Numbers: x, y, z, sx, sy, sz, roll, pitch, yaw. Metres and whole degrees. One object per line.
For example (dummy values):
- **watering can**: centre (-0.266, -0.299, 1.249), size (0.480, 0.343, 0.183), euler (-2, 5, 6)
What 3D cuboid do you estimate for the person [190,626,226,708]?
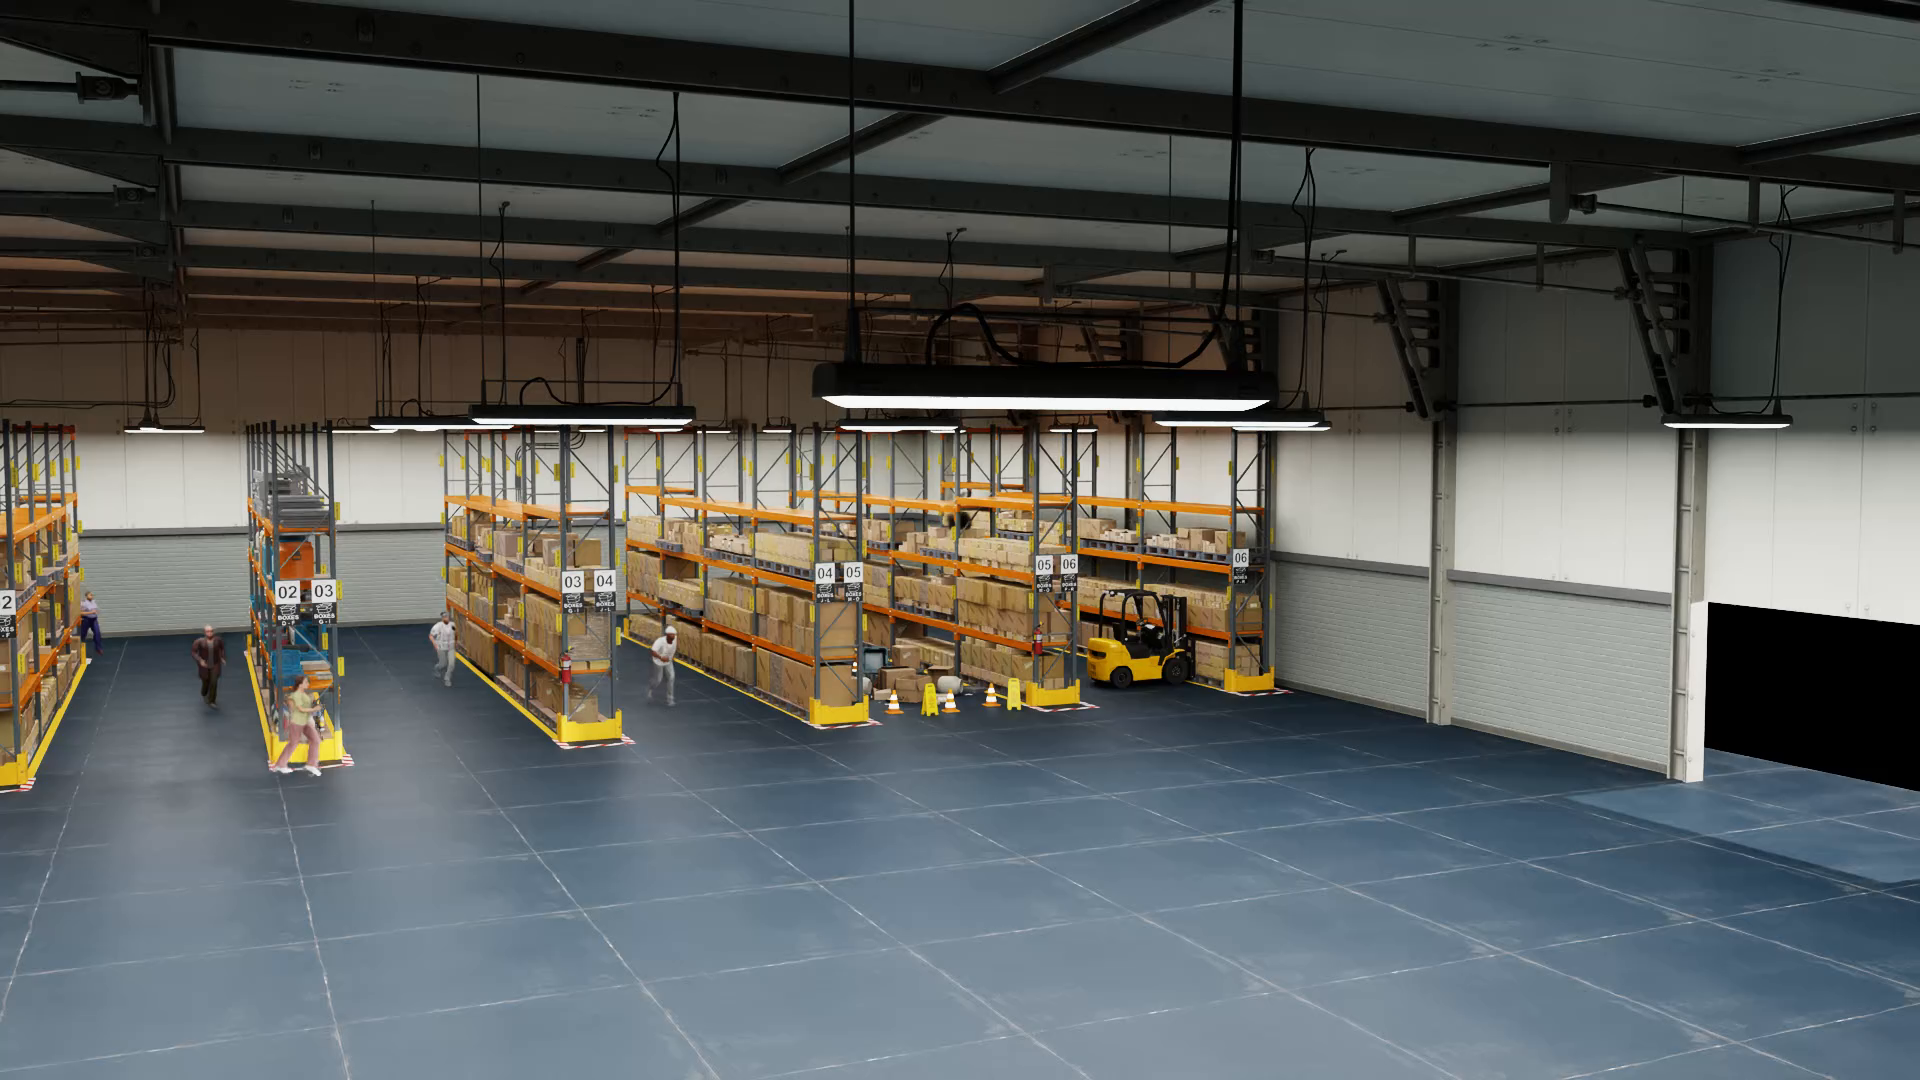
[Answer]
- **person**: centre (-15.902, 2.664, 35.174), size (0.709, 1.732, 0.844), euler (-2, 4, -31)

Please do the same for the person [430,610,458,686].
- **person**: centre (-11.894, 2.478, 38.373), size (0.677, 1.734, 0.636), euler (-3, 5, -38)

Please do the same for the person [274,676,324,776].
- **person**: centre (-11.121, 3.136, 27.968), size (0.824, 1.722, 0.530), euler (0, 4, -4)

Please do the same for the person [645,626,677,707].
- **person**: centre (-6.396, 2.675, 35.560), size (1.046, 1.715, 0.733), euler (3, 5, 42)

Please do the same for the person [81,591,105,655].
- **person**: centre (-22.784, 2.172, 43.436), size (0.893, 1.659, 0.600), euler (1, 4, 20)
